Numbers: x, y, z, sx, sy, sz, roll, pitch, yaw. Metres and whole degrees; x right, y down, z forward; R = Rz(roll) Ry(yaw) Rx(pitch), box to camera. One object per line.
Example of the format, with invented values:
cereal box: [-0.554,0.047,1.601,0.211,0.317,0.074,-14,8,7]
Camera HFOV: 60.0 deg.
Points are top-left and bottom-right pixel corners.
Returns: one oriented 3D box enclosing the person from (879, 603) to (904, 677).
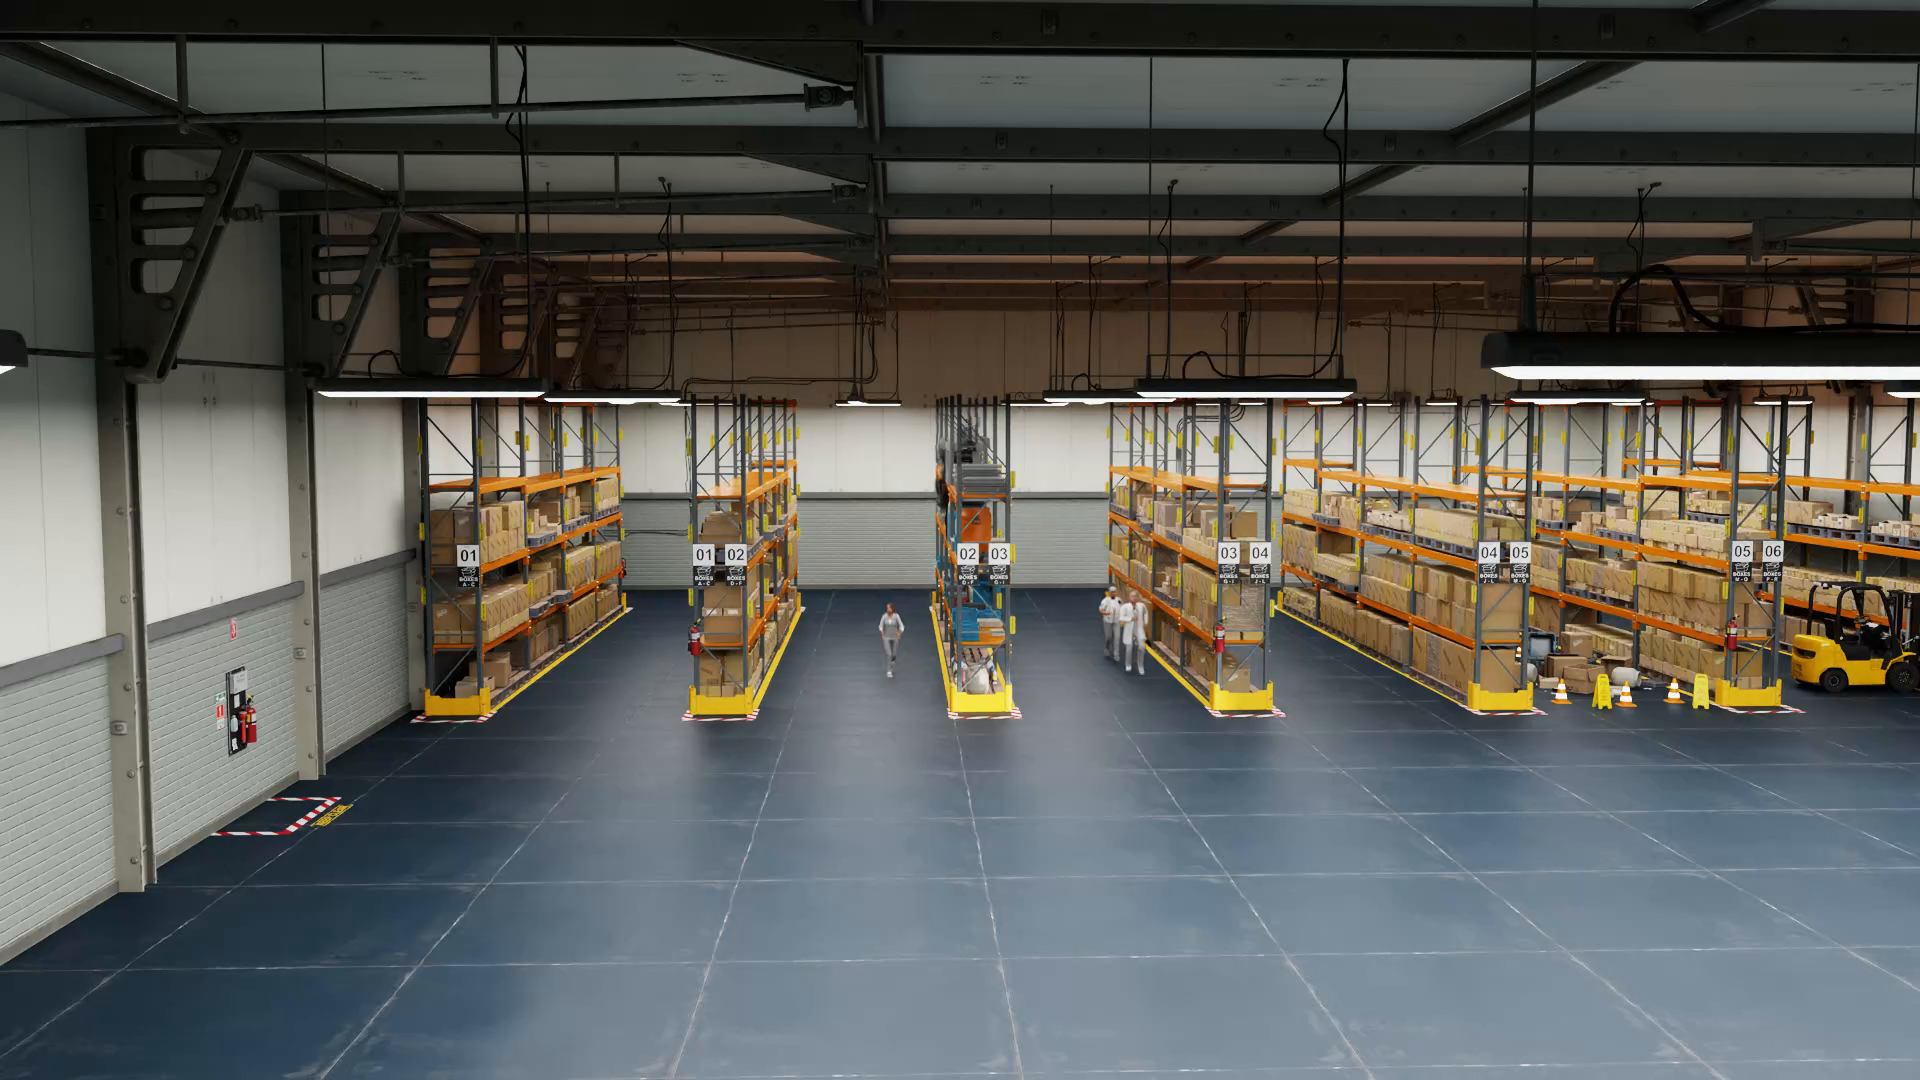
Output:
person: [-1.482,2.140,35.791,0.542,1.570,0.555,0,4,1]

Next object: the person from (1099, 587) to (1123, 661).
person: [3.480,1.885,37.927,0.612,1.653,0.874,0,5,-6]

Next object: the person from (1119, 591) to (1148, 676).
person: [3.759,2.044,35.884,0.689,1.783,0.799,0,5,-6]
